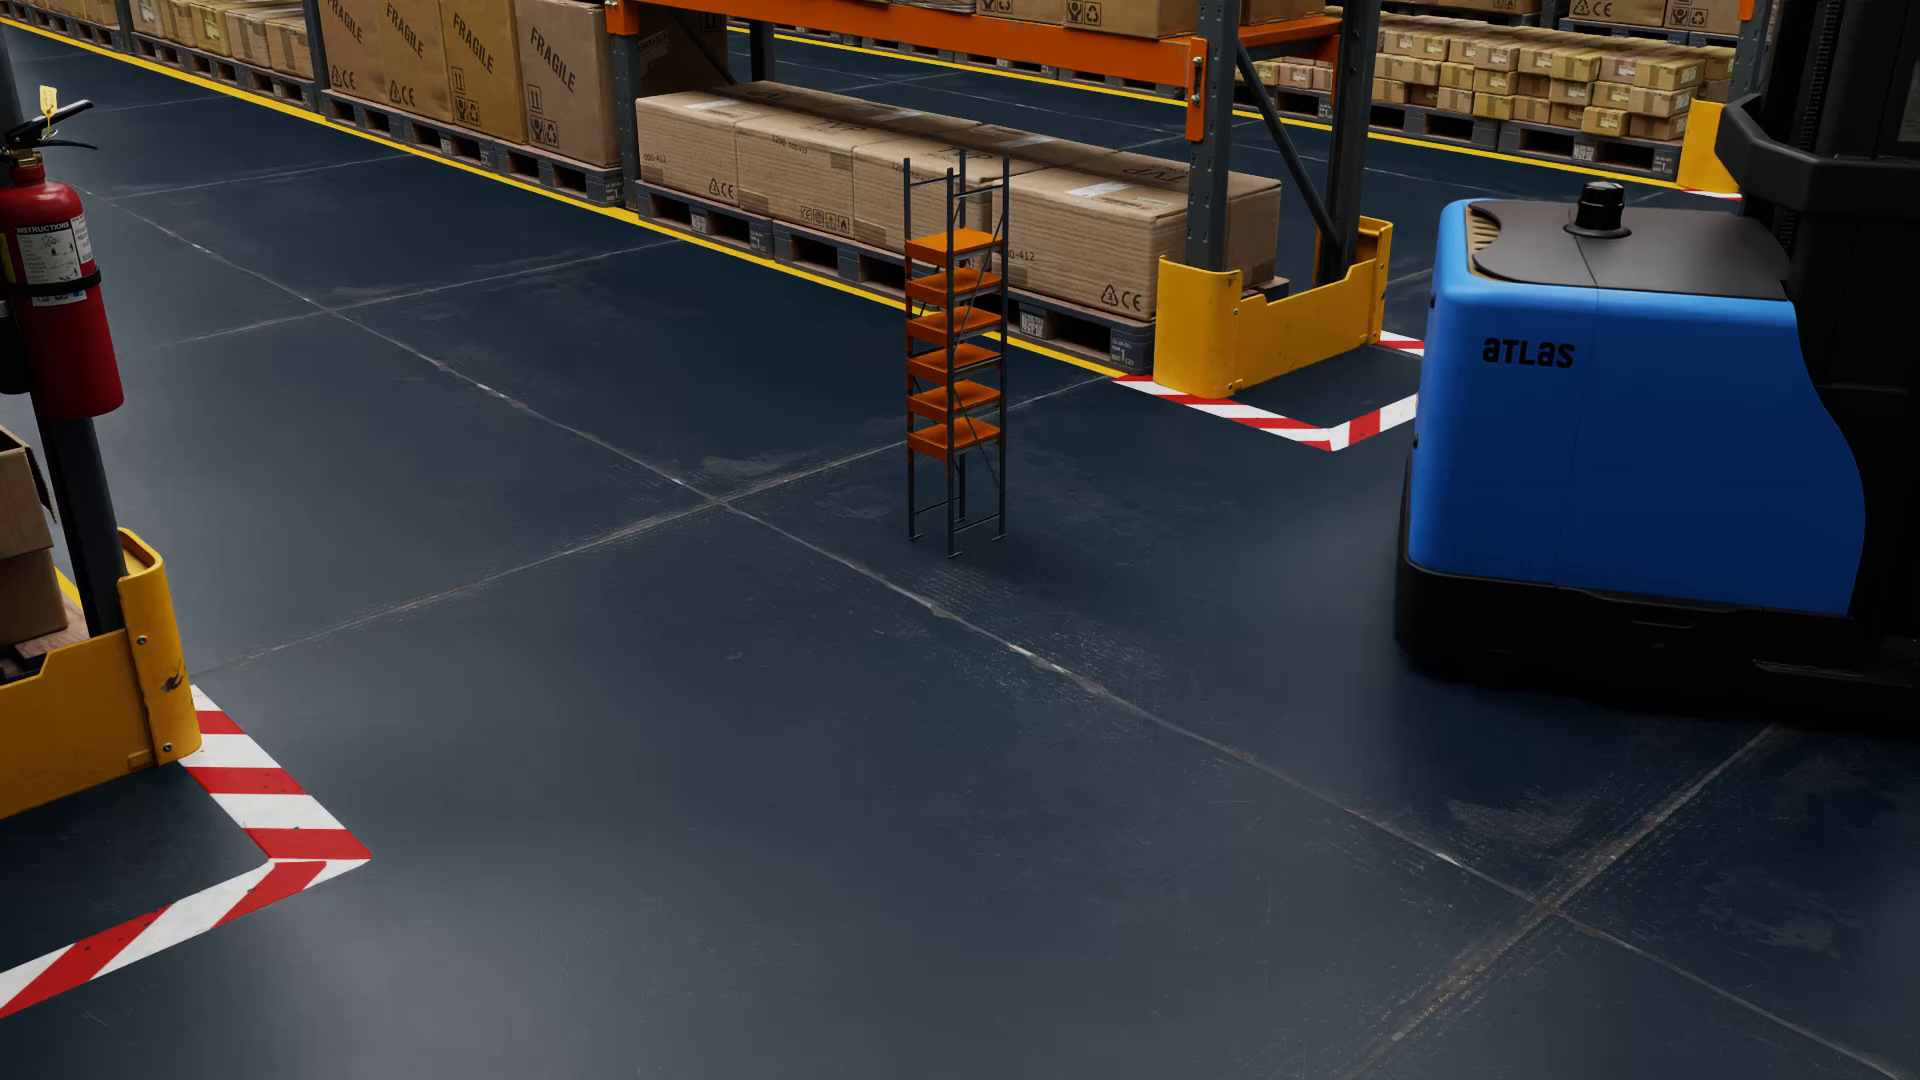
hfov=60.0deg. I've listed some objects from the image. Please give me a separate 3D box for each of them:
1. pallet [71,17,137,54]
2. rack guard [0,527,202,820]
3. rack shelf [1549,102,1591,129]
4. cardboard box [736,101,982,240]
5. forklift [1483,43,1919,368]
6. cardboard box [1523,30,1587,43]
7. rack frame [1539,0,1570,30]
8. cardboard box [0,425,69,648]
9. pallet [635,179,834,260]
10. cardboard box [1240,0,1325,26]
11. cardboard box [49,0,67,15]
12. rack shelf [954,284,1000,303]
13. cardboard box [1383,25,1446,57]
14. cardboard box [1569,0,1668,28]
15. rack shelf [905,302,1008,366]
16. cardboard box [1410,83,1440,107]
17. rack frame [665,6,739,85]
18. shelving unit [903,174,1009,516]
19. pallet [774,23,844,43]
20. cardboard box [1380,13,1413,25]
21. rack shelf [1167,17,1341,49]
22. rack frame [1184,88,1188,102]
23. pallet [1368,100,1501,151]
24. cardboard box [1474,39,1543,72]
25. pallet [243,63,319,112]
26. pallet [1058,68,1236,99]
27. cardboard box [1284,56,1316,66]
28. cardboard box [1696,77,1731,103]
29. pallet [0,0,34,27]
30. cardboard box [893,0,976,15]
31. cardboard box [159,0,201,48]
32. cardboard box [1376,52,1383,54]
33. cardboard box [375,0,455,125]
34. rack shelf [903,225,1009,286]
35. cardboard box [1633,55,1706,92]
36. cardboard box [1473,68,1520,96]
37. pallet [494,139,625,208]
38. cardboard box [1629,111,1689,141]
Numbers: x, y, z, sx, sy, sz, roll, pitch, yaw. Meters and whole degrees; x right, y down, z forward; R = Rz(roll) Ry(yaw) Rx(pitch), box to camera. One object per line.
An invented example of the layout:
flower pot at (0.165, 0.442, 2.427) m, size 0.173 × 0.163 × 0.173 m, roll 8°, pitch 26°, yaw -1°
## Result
pallet at (-7.415, -4.682, 15.259) m, size 1.003 × 0.211 × 1.213 m, roll -21°, pitch 32°, yaw -38°
rack guard at (-2.401, 0.402, 3.767) m, size 1.175 × 0.500 × 0.348 m, roll -21°, pitch 32°, yaw -38°
rack shelf at (6.355, -8.873, 21.137) m, size 20.650 × 2.538 × 14.821 m, roll -21°, pitch 32°, yaw -38°
cardboard box at (-0.500, -1.867, 8.310) m, size 0.875 × 0.438 × 0.875 m, roll -22°, pitch 33°, yaw -40°
forklift at (9.939, -9.077, 14.305) m, size 10.285 × 9.000 × 29.450 m, roll 6°, pitch 25°, yaw 13°
cardboard box at (3.938, -3.277, 11.031) m, size 0.380 × 0.149 × 0.250 m, roll -20°, pitch 31°, yaw -37°
rack frame at (5.771, -6.145, 15.106) m, size 1.000 × 3.000 × 0.127 m, roll -21°, pitch 32°, yaw -38°
cardboard box at (-2.698, 0.020, 4.094) m, size 0.637 × 0.503 × 0.797 m, roll 22°, pitch 33°, yaw 40°
pallet at (-1.000, -1.812, 8.969) m, size 1.003 × 0.211 × 1.213 m, roll -21°, pitch 32°, yaw -38°
cardboard box at (1.153, -2.394, 6.764) m, size 0.500 × 0.500 × 0.500 m, roll -22°, pitch 32°, yaw -39°
cardboard box at (-8.246, -5.114, 15.653) m, size 0.500 × 0.250 × 0.500 m, roll -21°, pitch 32°, yaw -38°
rack shelf at (-0.010, -0.746, 4.921) m, size 0.199 × 0.020 × 0.166 m, roll -21°, pitch 32°, yaw -38°
cardboard box at (3.075, -3.375, 11.247) m, size 0.250 × 0.149 × 0.380 m, roll 22°, pitch 33°, yaw 40°
cardboard box at (6.164, -5.147, 14.972) m, size 0.875 × 0.875 × 0.875 m, roll -21°, pitch 32°, yaw -38°
rack shelf at (-0.010, -0.619, 4.979) m, size 0.258 × 0.103 × 0.180 m, roll -21°, pitch 32°, yaw -38°
cardboard box at (3.248, -3.022, 11.188) m, size 0.380 × 0.149 × 0.250 m, roll -20°, pitch 31°, yaw -37°
rack frame at (-1.465, -3.333, 8.941) m, size 0.949 × 2.616 × 0.053 m, roll -21°, pitch 32°, yaw -38°
shelving unit at (-0.011, -0.551, 5.011) m, size 0.258 × 1.046 × 0.183 m, roll -21°, pitch 32°, yaw -38°
pallet at (-1.136, -4.972, 15.894) m, size 1.003 × 0.211 × 1.213 m, roll -21°, pitch 32°, yaw -38°
cardboard box at (3.014, -3.659, 11.869) m, size 0.380 × 0.149 × 0.250 m, roll -20°, pitch 31°, yaw -37°
rack shelf at (1.676, -5.360, 8.314) m, size 5.869 × 4.714 × 3.910 m, roll -21°, pitch 32°, yaw -38°
rack frame at (2.082, -4.769, 12.089) m, size 1.000 × 3.000 × 0.127 m, roll -21°, pitch 32°, yaw -38°
pallet at (3.405, -2.937, 11.433) m, size 1.003 × 0.211 × 1.213 m, roll -21°, pitch 32°, yaw -38°
cardboard box at (3.514, -3.107, 10.658) m, size 0.380 × 0.149 × 0.250 m, roll -20°, pitch 31°, yaw -37°
pallet at (-4.730, -3.514, 12.699) m, size 1.003 × 0.211 × 1.213 m, roll -21°, pitch 32°, yaw -38°
pallet at (1.548, -3.735, 13.184) m, size 1.003 × 0.211 × 1.213 m, roll -21°, pitch 32°, yaw -38°
cardboard box at (2.527, -3.482, 11.840) m, size 0.380 × 0.149 × 0.250 m, roll -21°, pitch 32°, yaw -39°
cardboard box at (4.645, -2.818, 10.383) m, size 0.380 × 0.149 × 0.250 m, roll -20°, pitch 31°, yaw -36°
pallet at (-9.083, -5.421, 16.880) m, size 1.003 × 0.211 × 1.213 m, roll -21°, pitch 32°, yaw -38°
cardboard box at (0.058, -2.548, 7.100) m, size 0.500 × 0.500 × 0.500 m, roll -20°, pitch 31°, yaw -37°
cardboard box at (-3.641, -4.001, 10.816) m, size 0.950 × 2.239 × 8.285 m, roll -19°, pitch 31°, yaw -35°
cardboard box at (2.880, -3.310, 11.462) m, size 0.380 × 0.149 × 0.250 m, roll -19°, pitch 31°, yaw -36°
cardboard box at (-3.179, -3.266, 10.848) m, size 0.875 × 0.875 × 0.875 m, roll -21°, pitch 32°, yaw -38°
rack shelf at (-0.010, -0.837, 4.880) m, size 0.258 × 0.103 × 0.180 m, roll -21°, pitch 32°, yaw -38°
cardboard box at (4.269, -2.810, 10.007) m, size 0.380 × 0.149 × 0.250 m, roll -21°, pitch 32°, yaw -38°
cardboard box at (3.527, -2.975, 10.728) m, size 0.380 × 0.149 × 0.250 m, roll -21°, pitch 32°, yaw -38°
pallet at (-2.045, -2.277, 9.988) m, size 1.003 × 0.211 × 1.213 m, roll -21°, pitch 32°, yaw -38°
cardboard box at (4.304, -2.551, 10.157) m, size 0.380 × 0.149 × 0.250 m, roll -21°, pitch 32°, yaw -38°
